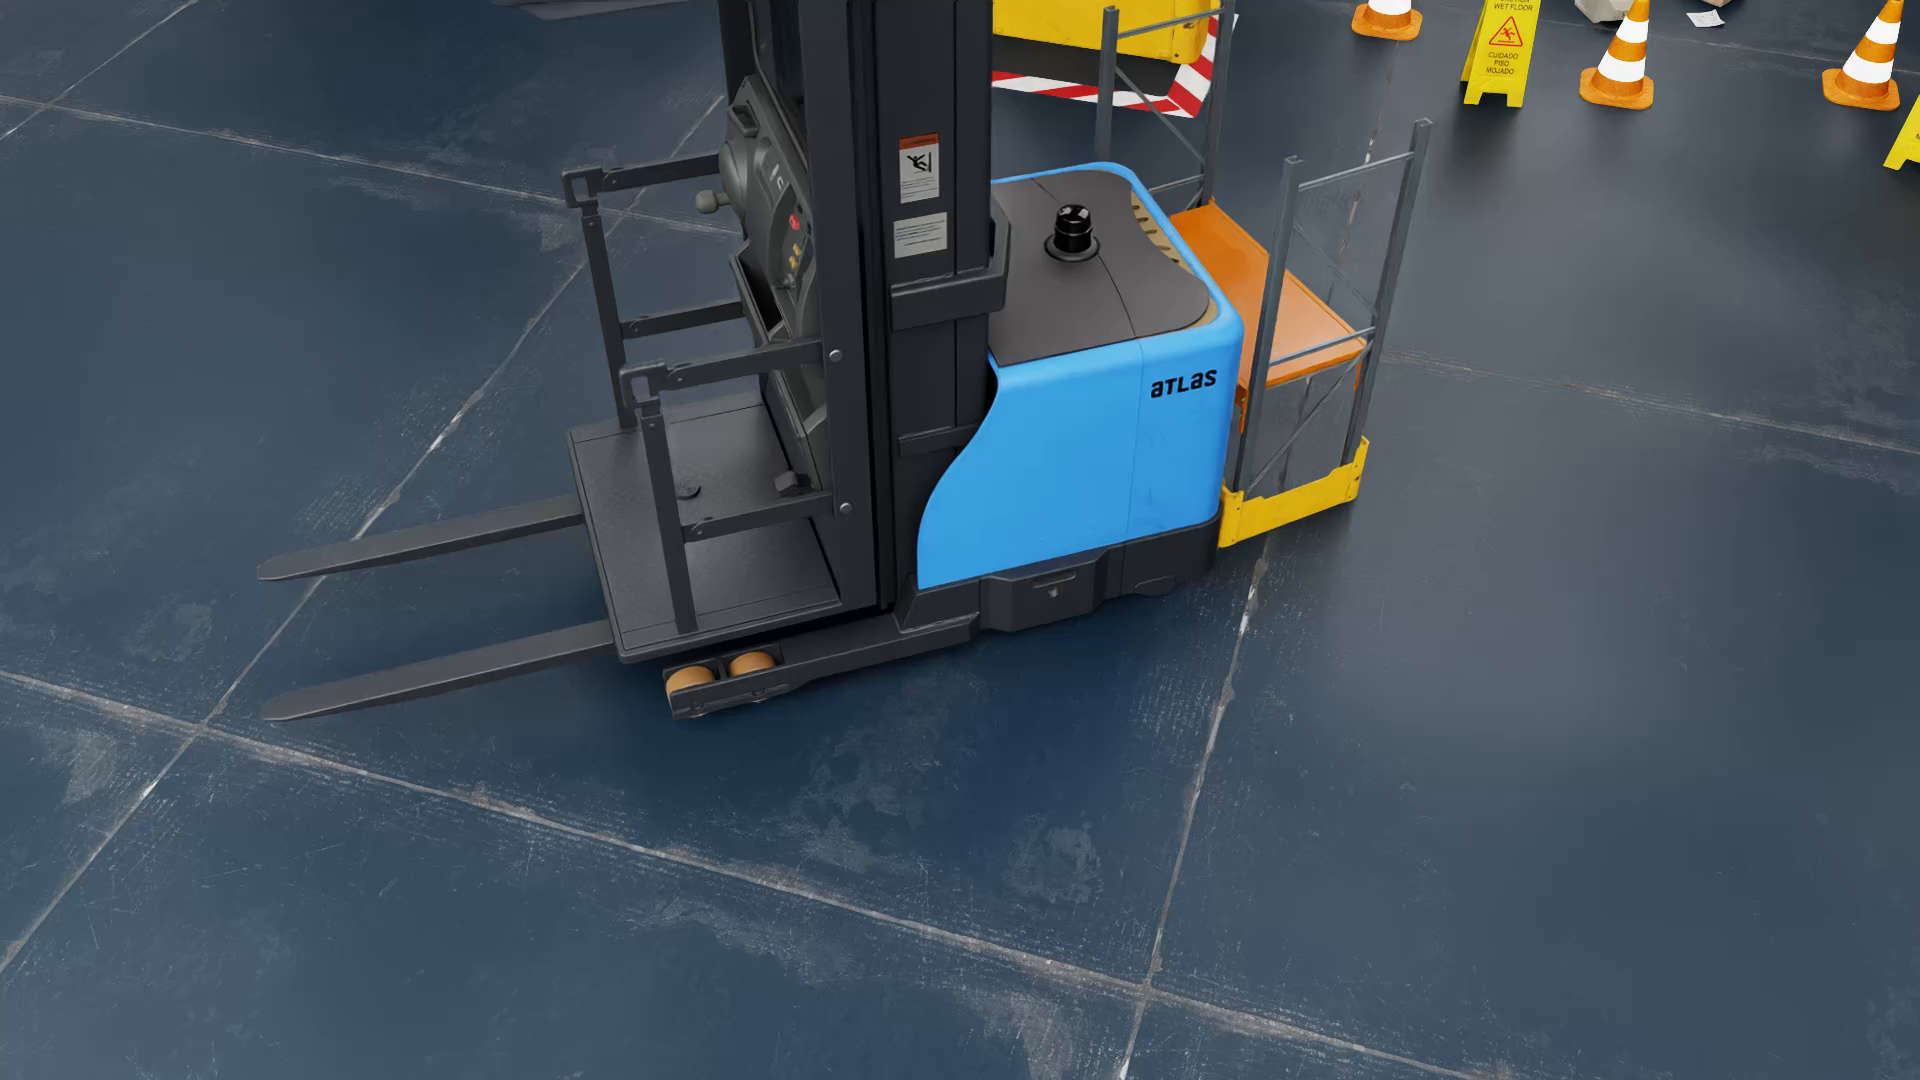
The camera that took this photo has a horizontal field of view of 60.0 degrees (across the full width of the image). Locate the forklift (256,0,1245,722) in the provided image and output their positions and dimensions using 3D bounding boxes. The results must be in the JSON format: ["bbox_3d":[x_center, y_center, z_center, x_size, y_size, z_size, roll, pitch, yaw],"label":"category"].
[{"bbox_3d":[-0.717,-0.911,4.585,3.031,2.935,1.130,-13,46,-13],"label":"forklift"}]

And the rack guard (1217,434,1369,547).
[{"bbox_3d":[1.137,-0.176,5.751,0.587,0.250,0.087,-19,48,-19],"label":"rack guard"}]

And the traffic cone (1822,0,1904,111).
[{"bbox_3d":[4.298,-2.311,7.781,0.336,0.463,0.334,13,46,13],"label":"traffic cone"}]

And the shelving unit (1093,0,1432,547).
[{"bbox_3d":[0.915,-0.935,5.632,0.587,1.500,1.083,-19,48,-19],"label":"shelving unit"}]

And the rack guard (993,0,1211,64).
[{"bbox_3d":[0.641,-2.730,8.182,1.175,0.500,0.348,13,46,13],"label":"rack guard"}]

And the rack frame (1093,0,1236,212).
[{"bbox_3d":[0.691,-1.247,5.951,0.500,1.500,0.032,-19,48,-19],"label":"rack frame"}]

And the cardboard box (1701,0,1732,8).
[{"bbox_3d":[3.868,-2.940,8.648,0.250,0.149,0.380,-33,53,-29],"label":"cardboard box"}]

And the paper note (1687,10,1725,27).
[{"bbox_3d":[3.786,-2.648,8.435,0.148,0.019,0.142,-2,44,-2],"label":"paper note"}]

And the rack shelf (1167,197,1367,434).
[{"bbox_3d":[0.919,-0.800,5.752,0.538,0.185,1.000,-19,48,-19],"label":"rack shelf"}]

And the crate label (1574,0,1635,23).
[{"bbox_3d":[3.316,-2.740,8.452,0.250,0.136,0.298,-9,45,-9],"label":"crate label"}]

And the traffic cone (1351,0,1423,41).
[{"bbox_3d":[2.163,-2.786,8.266,0.336,0.463,0.334,13,46,13],"label":"traffic cone"}]

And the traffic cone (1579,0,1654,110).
[{"bbox_3d":[3.137,-2.320,7.790,0.336,0.463,0.334,13,46,13],"label":"traffic cone"}]

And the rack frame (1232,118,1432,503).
[{"bbox_3d":[1.147,-0.611,5.302,0.500,1.500,0.032,-19,48,-19],"label":"rack frame"}]

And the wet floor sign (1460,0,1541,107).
[{"bbox_3d":[2.527,-2.359,7.699,0.267,0.644,0.232,5,45,5],"label":"wet floor sign"}]

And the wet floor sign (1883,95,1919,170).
[{"bbox_3d":[4.320,-1.916,7.247,0.267,0.644,0.232,28,51,26],"label":"wet floor sign"}]
